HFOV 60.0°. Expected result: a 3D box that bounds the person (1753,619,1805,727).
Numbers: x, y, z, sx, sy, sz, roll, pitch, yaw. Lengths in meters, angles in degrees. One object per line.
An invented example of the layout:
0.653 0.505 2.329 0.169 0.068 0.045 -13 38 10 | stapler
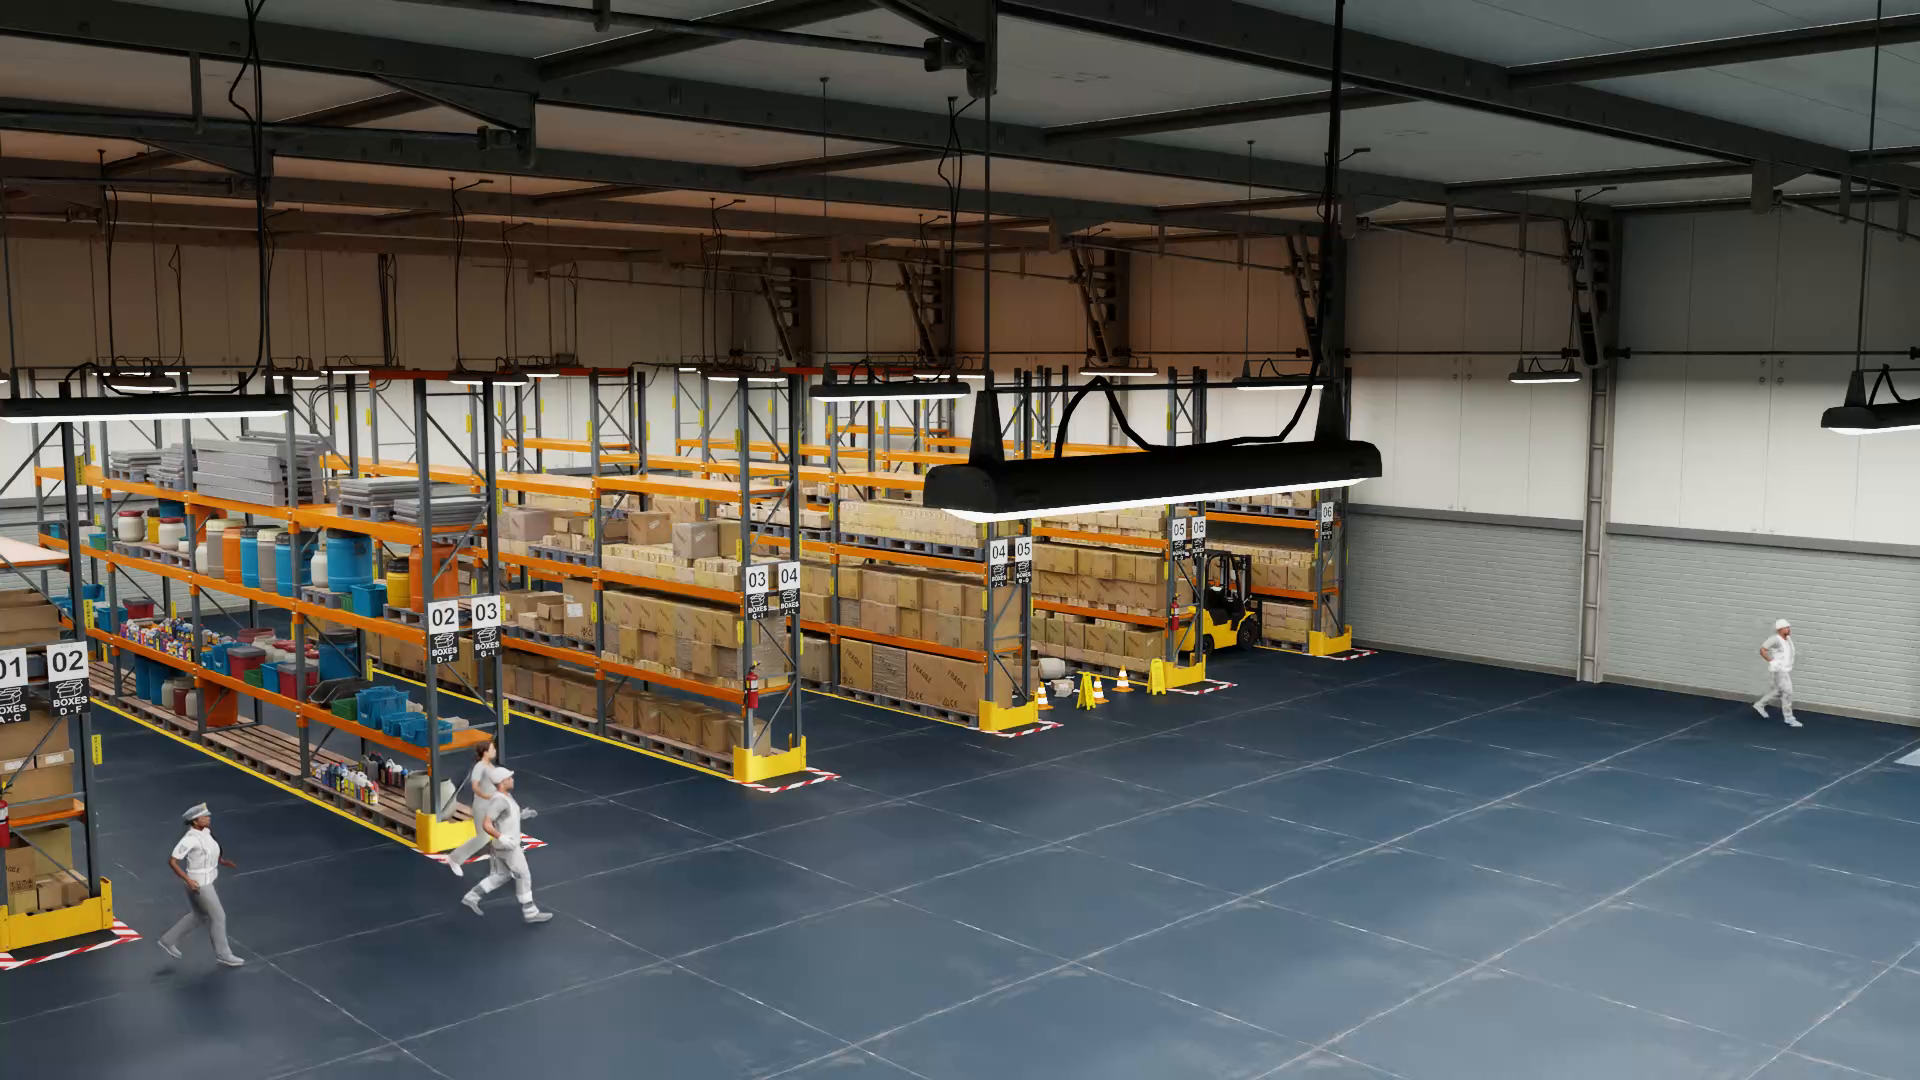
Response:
13.988 2.238 28.327 0.825 1.793 0.677 6 9 44 | person

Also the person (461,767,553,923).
-5.021 3.368 18.347 0.979 1.768 0.666 -2 7 -17 | person

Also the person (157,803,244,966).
-7.862 3.561 17.162 0.845 1.715 0.585 -1 7 -9 | person

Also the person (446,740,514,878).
-5.773 3.241 20.166 0.815 1.640 0.639 0 6 1 | person
